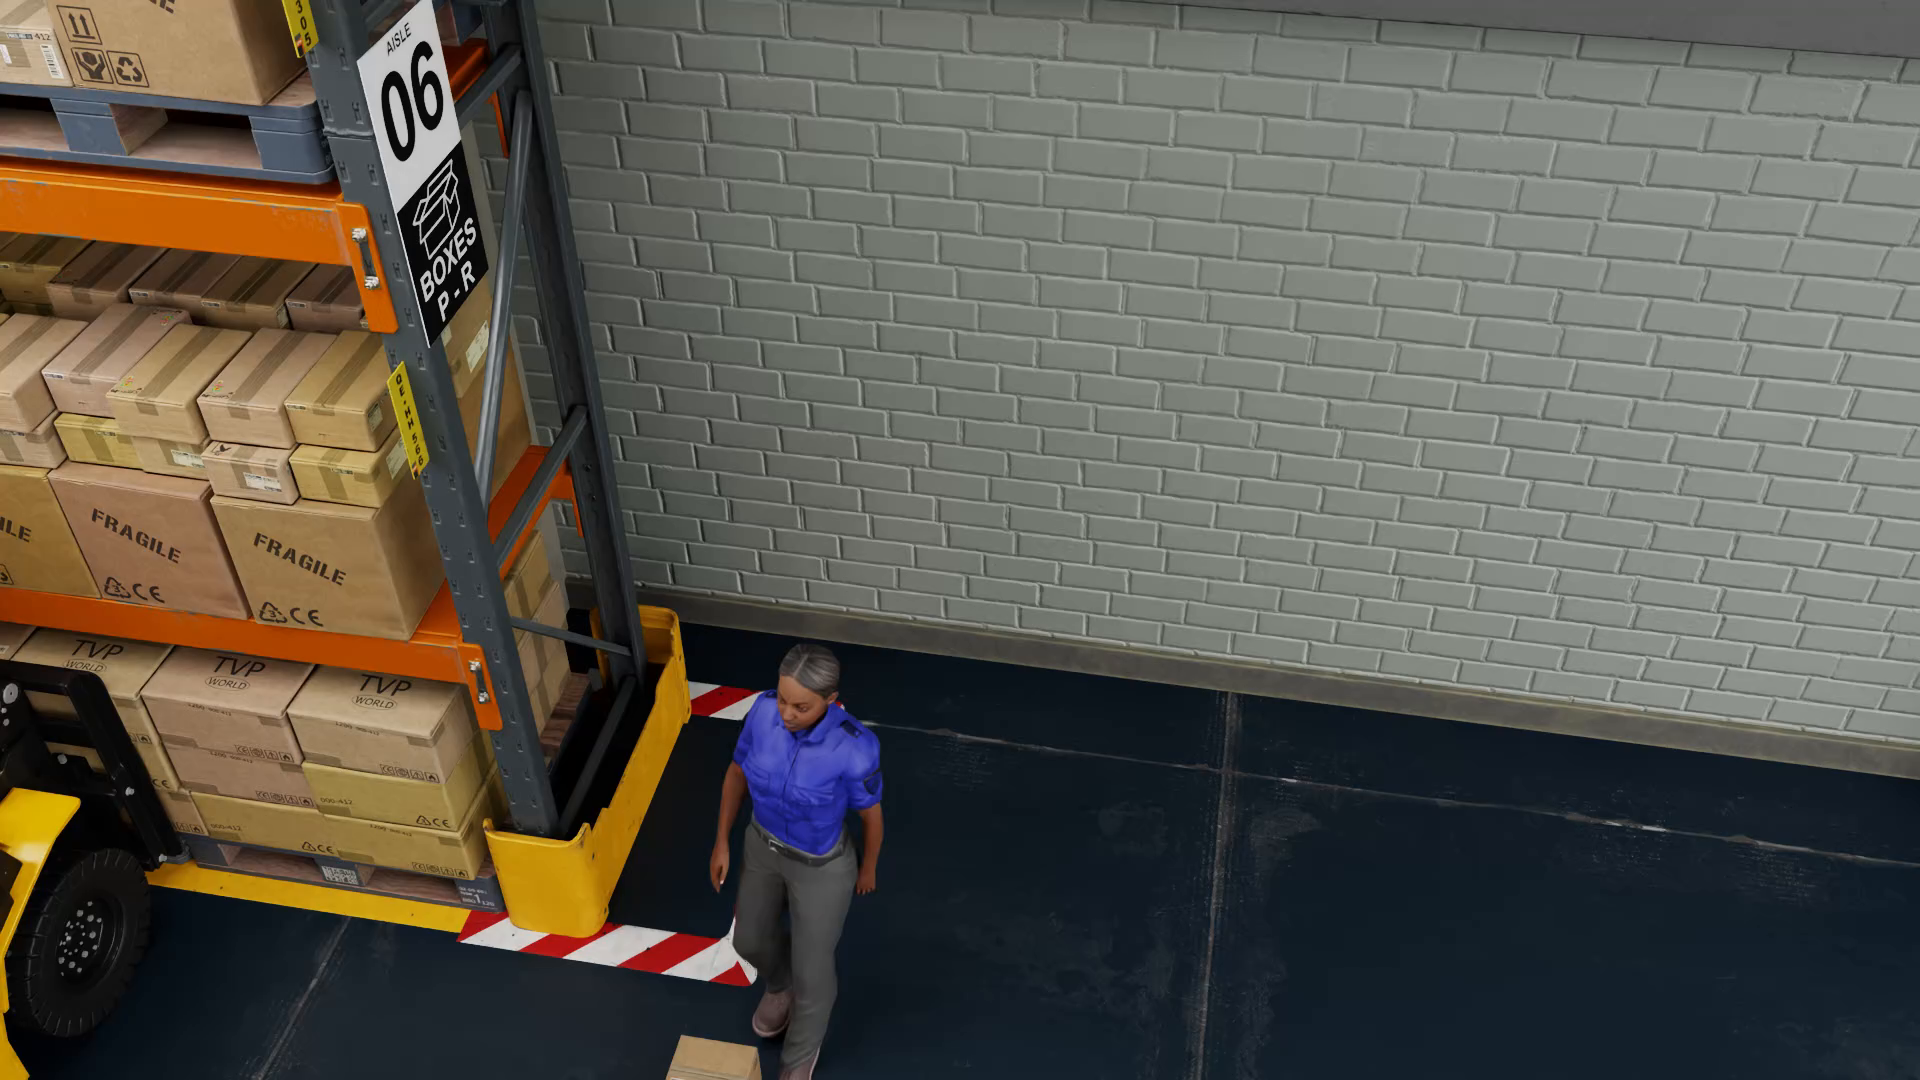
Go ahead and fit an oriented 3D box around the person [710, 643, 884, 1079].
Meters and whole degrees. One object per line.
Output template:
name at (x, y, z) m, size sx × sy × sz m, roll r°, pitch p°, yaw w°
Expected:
person at (-0.530, 1.035, 5.011) m, size 0.489 × 1.731 × 0.581 m, roll 22°, pitch 45°, yaw 23°
